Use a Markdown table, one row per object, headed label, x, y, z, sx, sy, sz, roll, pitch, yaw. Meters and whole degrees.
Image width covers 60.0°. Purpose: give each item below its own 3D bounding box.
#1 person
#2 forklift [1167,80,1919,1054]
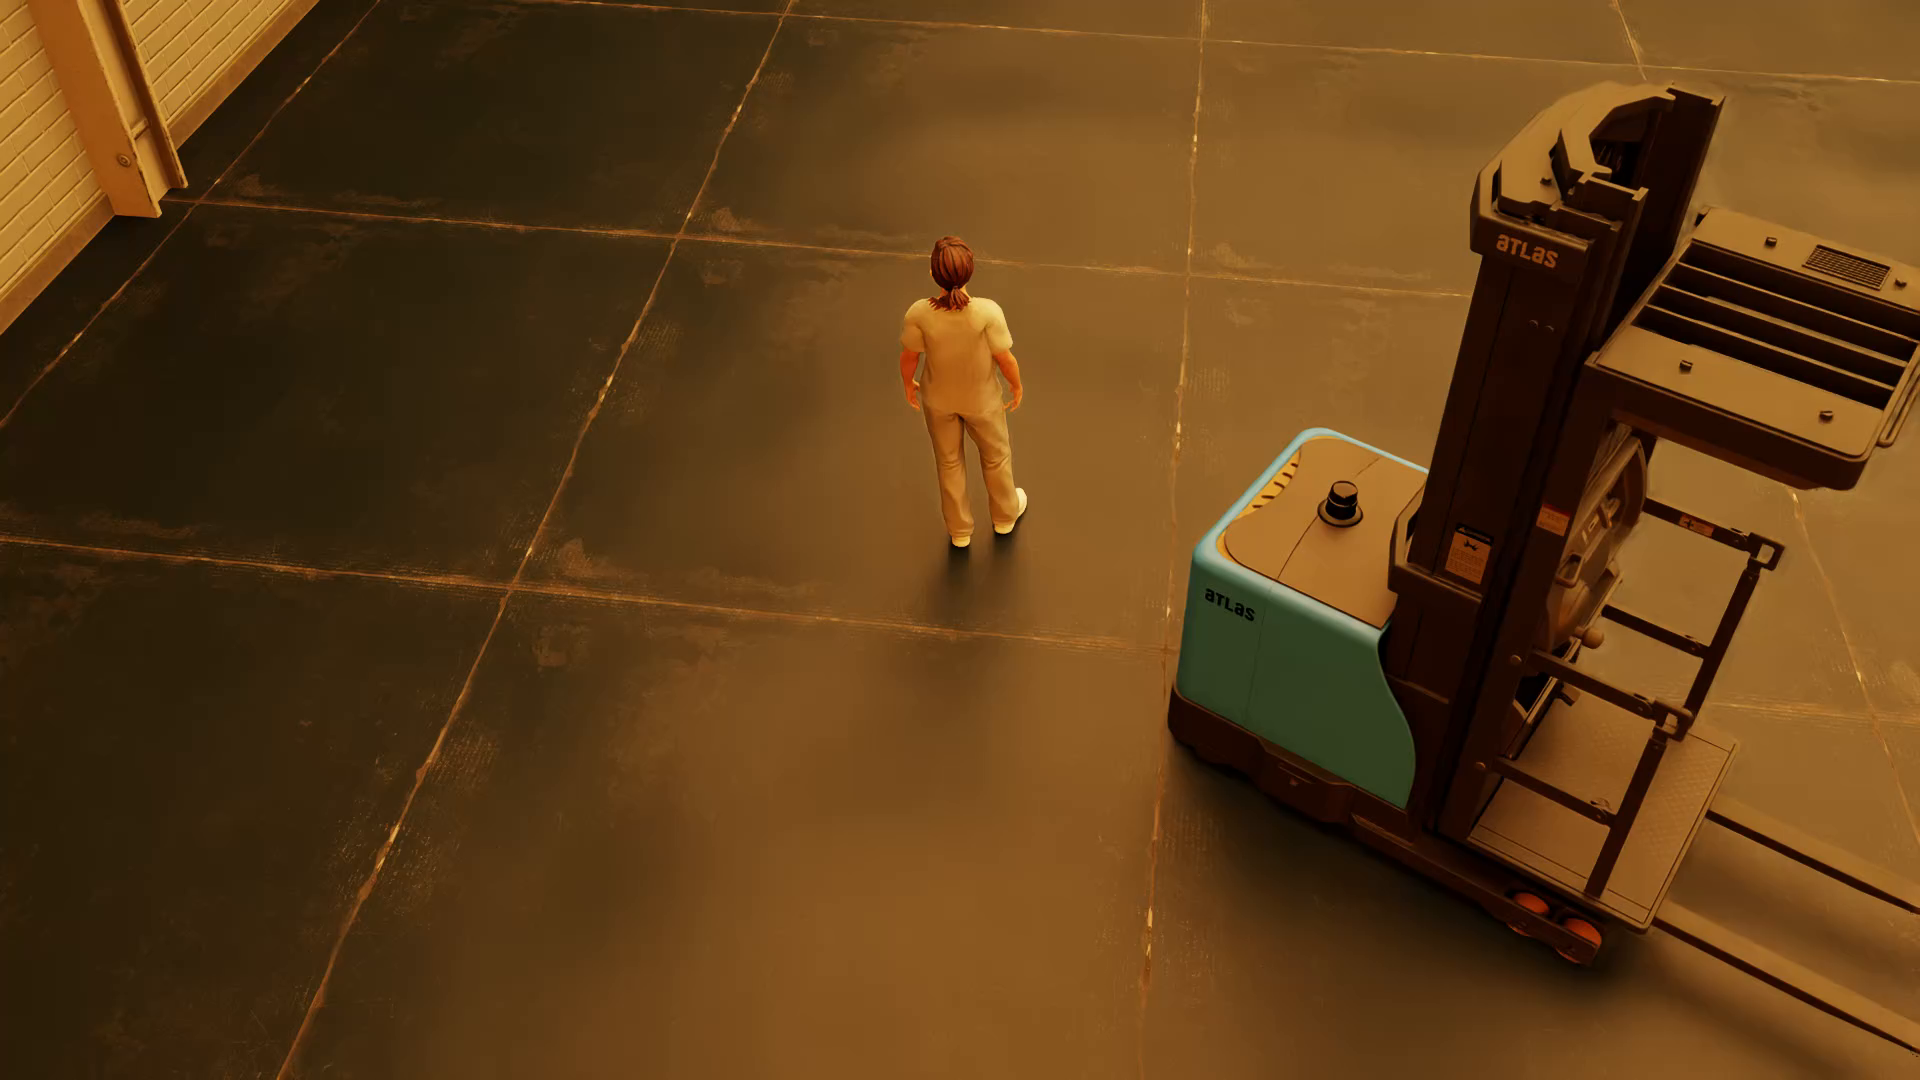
| label | x | y | z | sx | sy | sz | roll | pitch | yaw |
| --- | --- | --- | --- | --- | --- | --- | --- | --- | --- |
| person | 0.023 | -0.671 | 7.371 | 0.549 | 1.675 | 0.549 | 5 | 43 | 6 |
| forklift | 2.356 | 0.077 | 5.641 | 3.031 | 2.935 | 1.130 | 26 | 49 | 26 |
